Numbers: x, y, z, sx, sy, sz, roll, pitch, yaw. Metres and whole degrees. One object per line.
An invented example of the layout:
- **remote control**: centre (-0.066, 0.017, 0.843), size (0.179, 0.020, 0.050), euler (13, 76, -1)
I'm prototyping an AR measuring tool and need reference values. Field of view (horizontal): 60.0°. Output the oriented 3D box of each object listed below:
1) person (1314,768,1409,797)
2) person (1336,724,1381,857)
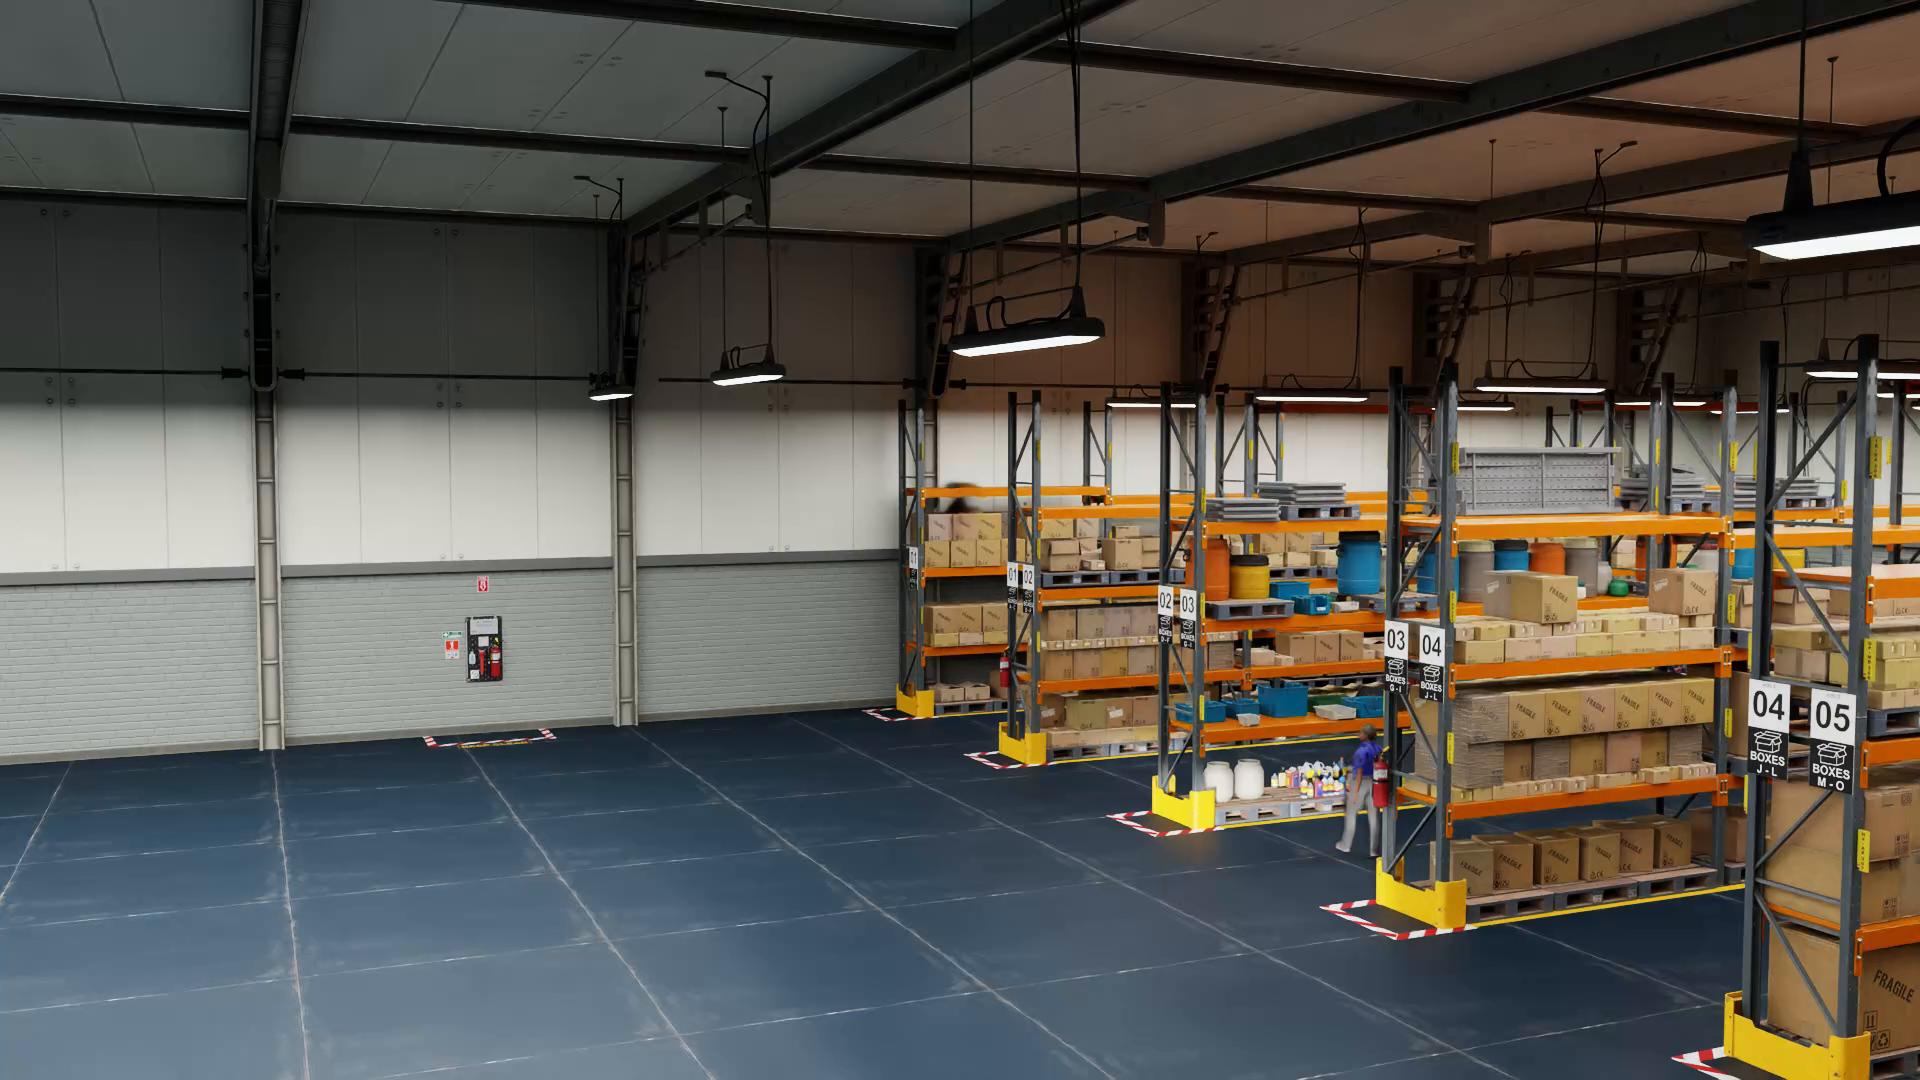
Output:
- **person**: centre (13.625, 2.088, 23.587), size (17.348, 3.354, 24.638), euler (0, 3, -7)
- **person**: centre (5.047, 3.116, 20.892), size (0.447, 1.650, 0.618), euler (-1, 4, -17)
